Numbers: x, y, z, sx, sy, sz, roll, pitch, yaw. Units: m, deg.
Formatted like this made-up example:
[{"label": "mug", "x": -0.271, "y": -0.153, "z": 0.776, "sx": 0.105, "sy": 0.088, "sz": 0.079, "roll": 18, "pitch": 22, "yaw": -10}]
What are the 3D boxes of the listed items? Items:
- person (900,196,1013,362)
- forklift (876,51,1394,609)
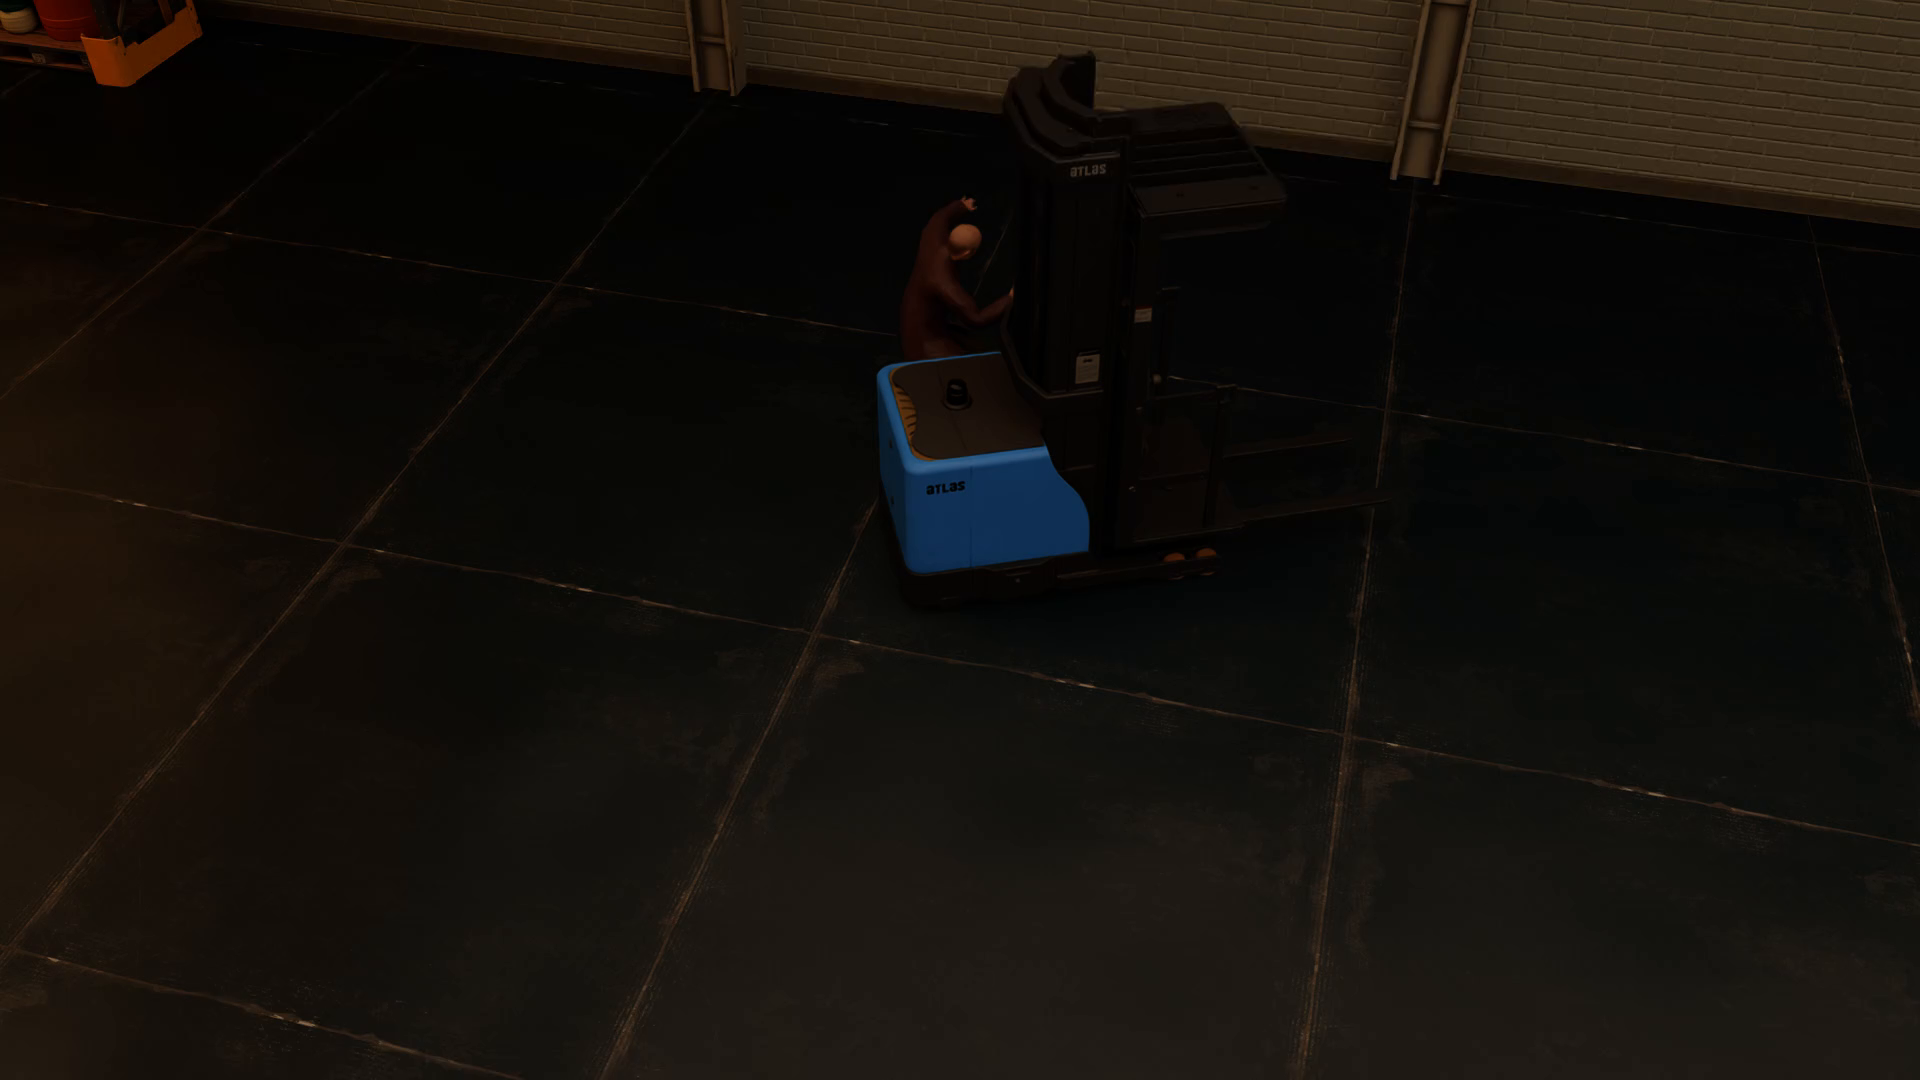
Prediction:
[{"label": "person", "x": 0.027, "y": -1.338, "z": 10.464, "sx": 0.822, "sy": 1.490, "sz": 1.673, "roll": -4, "pitch": 41, "yaw": -4}, {"label": "forklift", "x": 1.075, "y": -1.198, "z": 9.228, "sx": 3.031, "sy": 2.935, "sz": 1.130, "roll": -8, "pitch": 42, "yaw": -9}]
